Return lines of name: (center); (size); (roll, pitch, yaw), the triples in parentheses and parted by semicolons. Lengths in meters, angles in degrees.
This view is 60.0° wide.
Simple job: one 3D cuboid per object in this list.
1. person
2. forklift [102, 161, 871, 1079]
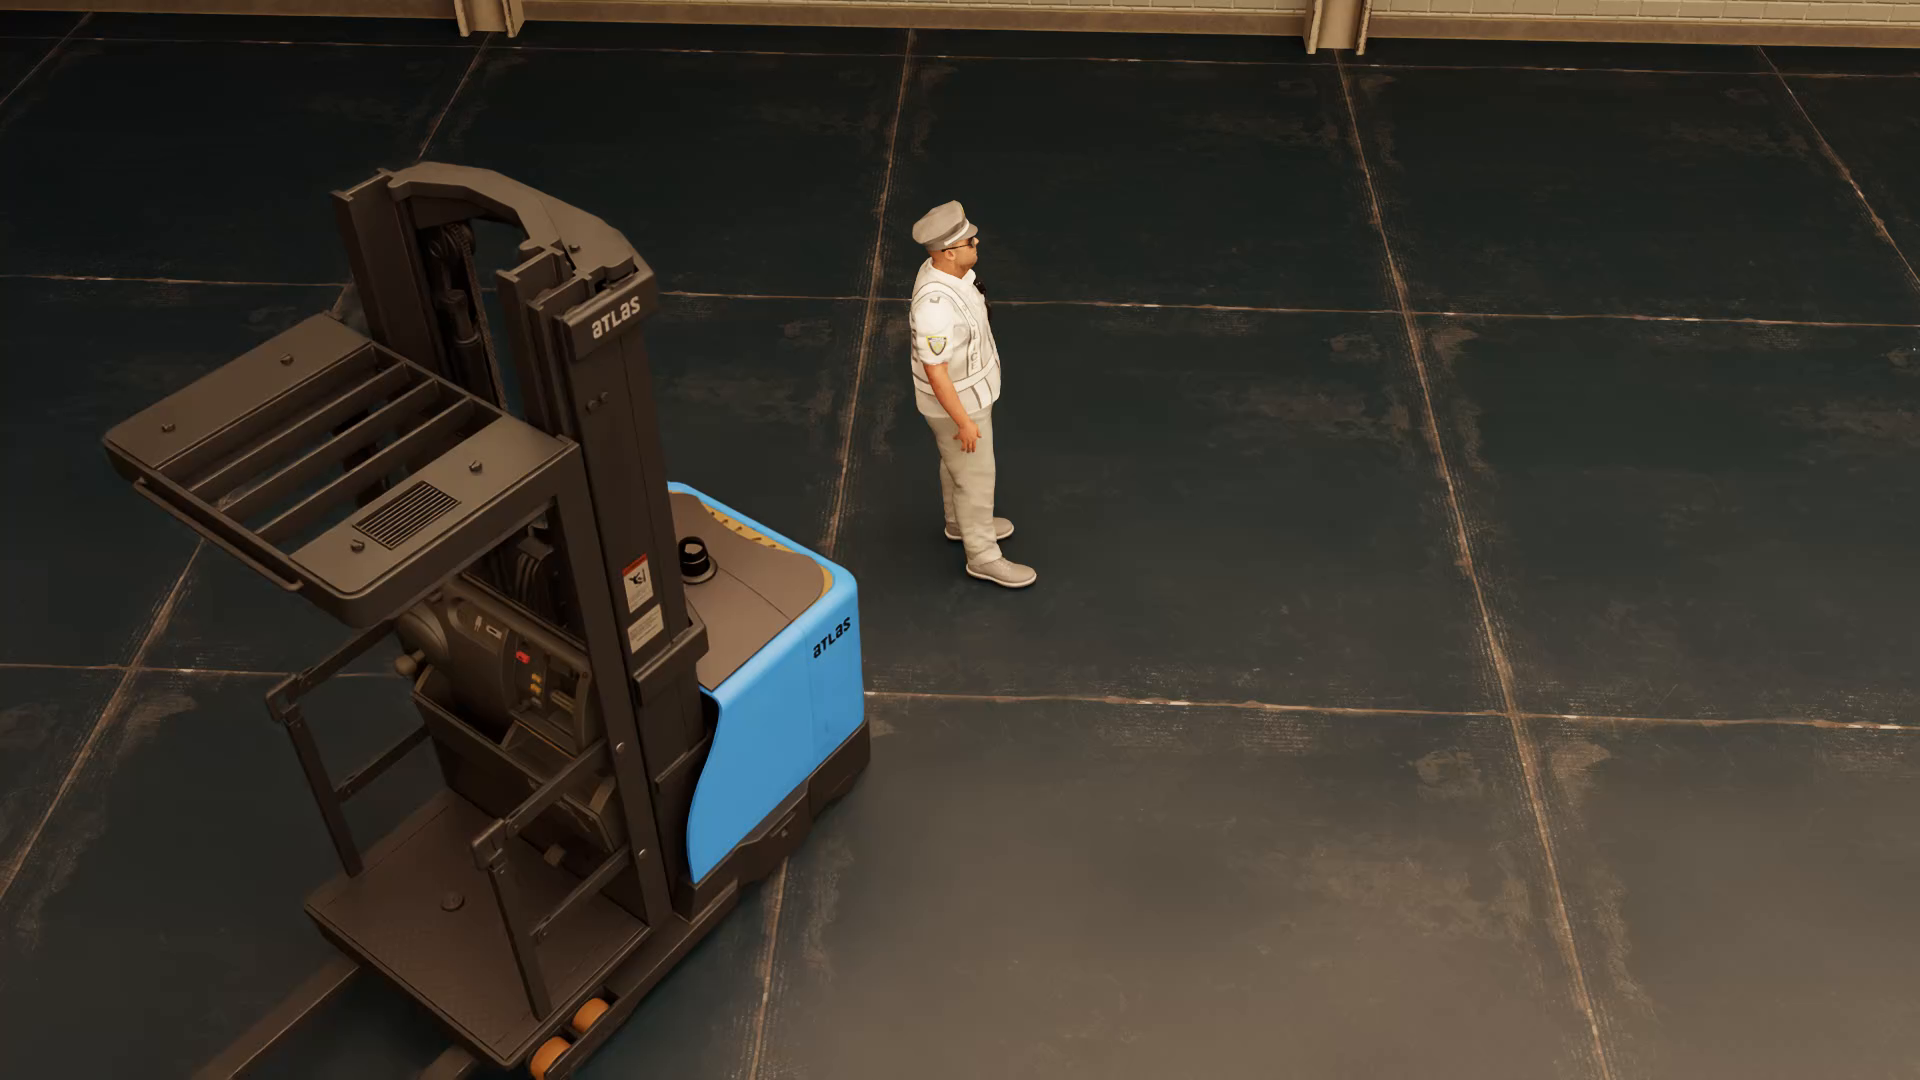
person: (0.078, -0.653, 7.300); (0.574, 1.778, 0.641); (2, 42, 2)
forklift: (-1.649, 0.446, 5.254); (1.130, 2.935, 3.031); (27, 49, 26)
